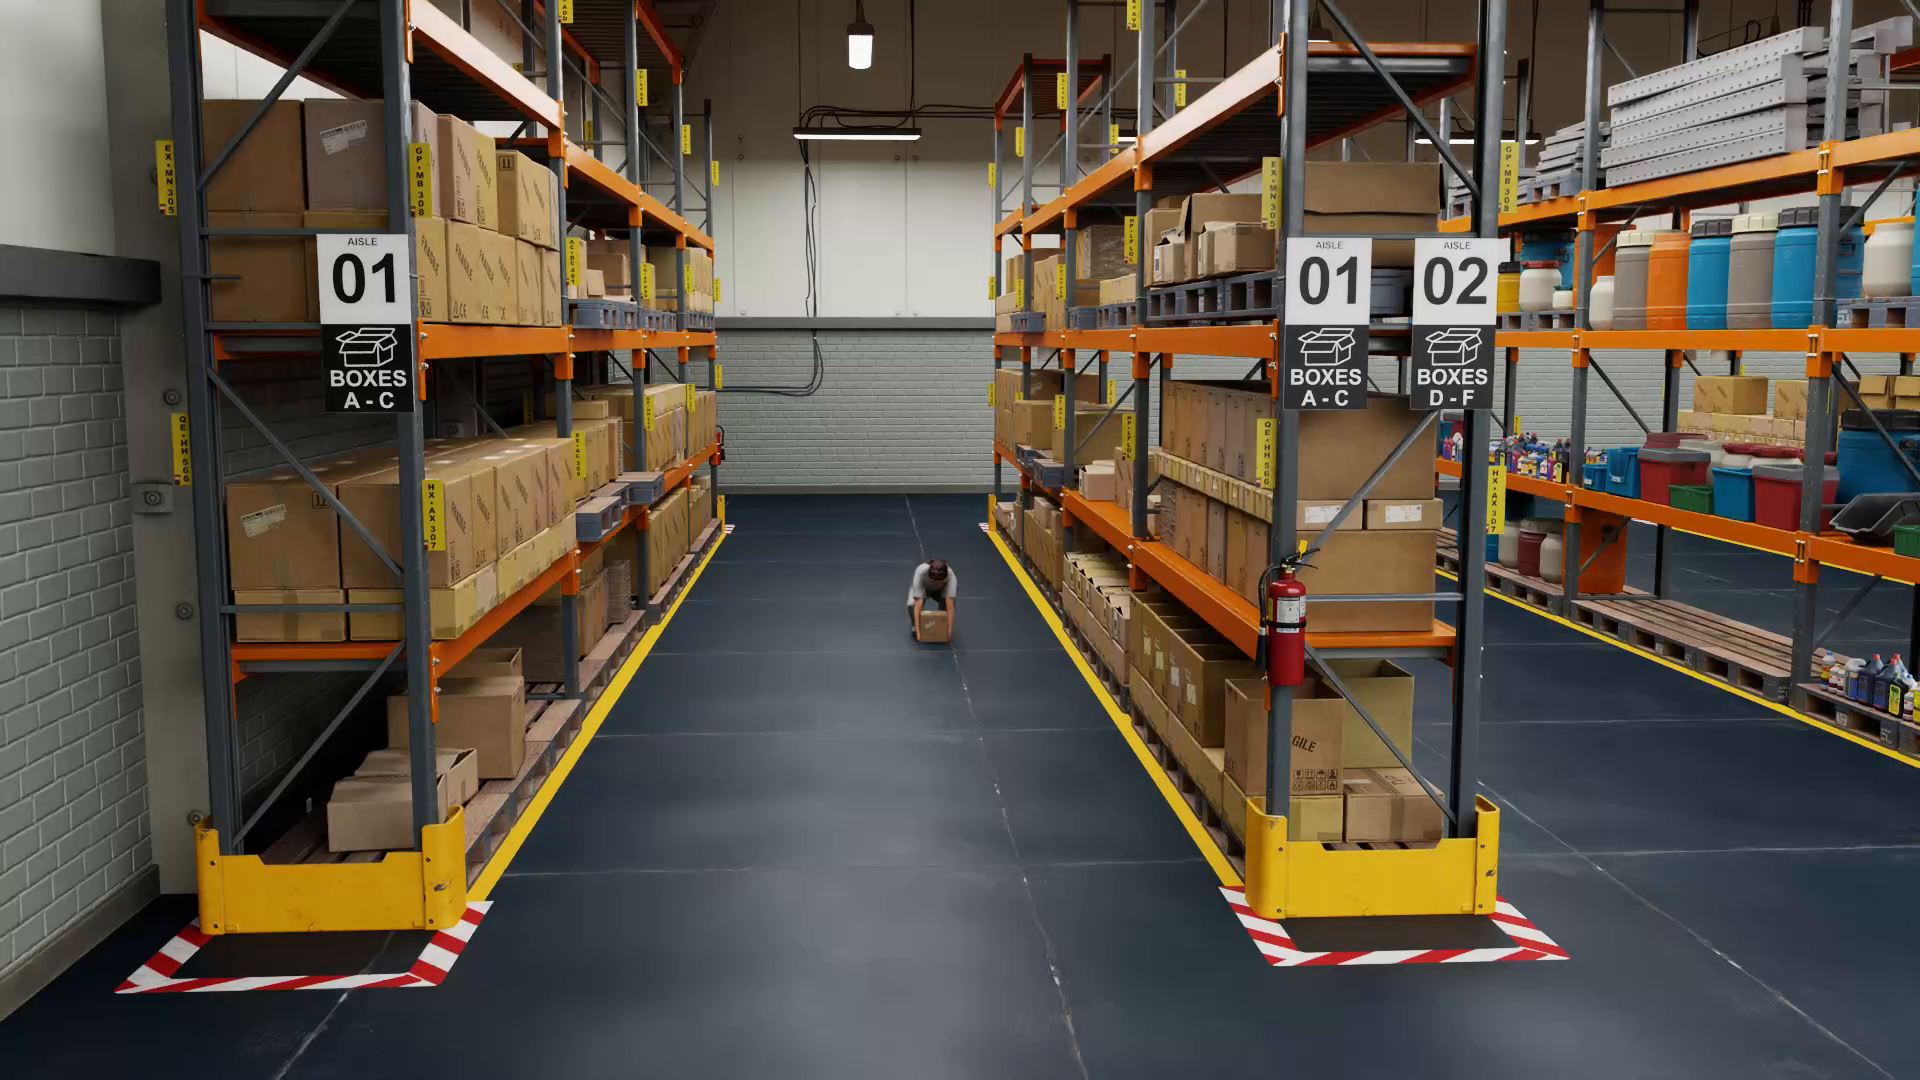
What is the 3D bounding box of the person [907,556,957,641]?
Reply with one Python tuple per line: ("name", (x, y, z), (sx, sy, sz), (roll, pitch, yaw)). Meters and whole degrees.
("person", (-0.266, 0.548, 15.450), (0.465, 0.812, 0.829), (-1, 7, -4))
